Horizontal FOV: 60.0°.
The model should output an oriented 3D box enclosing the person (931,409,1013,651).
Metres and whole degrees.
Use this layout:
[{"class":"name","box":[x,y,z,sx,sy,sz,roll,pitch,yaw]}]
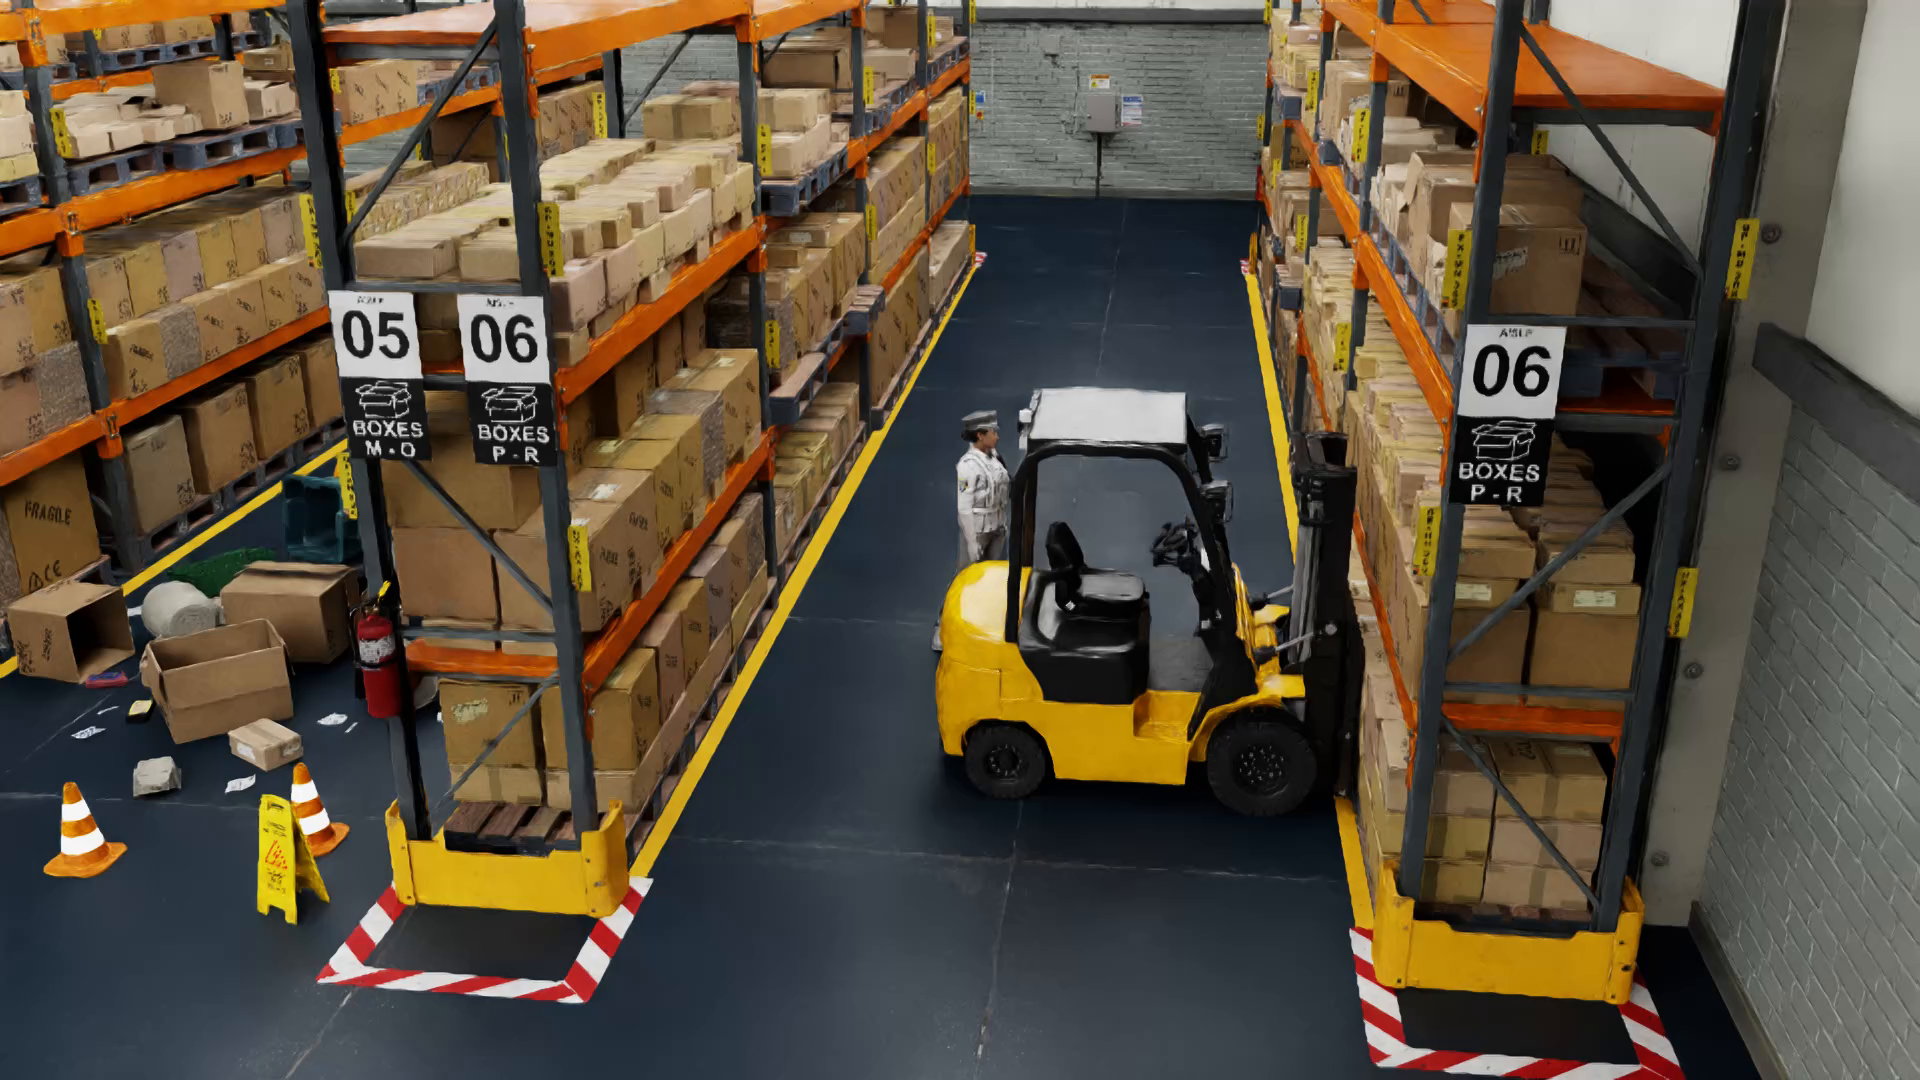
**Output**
[{"class":"person","box":[0.099,-0.078,11.267,0.514,1.677,0.638,11,24,27]}]
